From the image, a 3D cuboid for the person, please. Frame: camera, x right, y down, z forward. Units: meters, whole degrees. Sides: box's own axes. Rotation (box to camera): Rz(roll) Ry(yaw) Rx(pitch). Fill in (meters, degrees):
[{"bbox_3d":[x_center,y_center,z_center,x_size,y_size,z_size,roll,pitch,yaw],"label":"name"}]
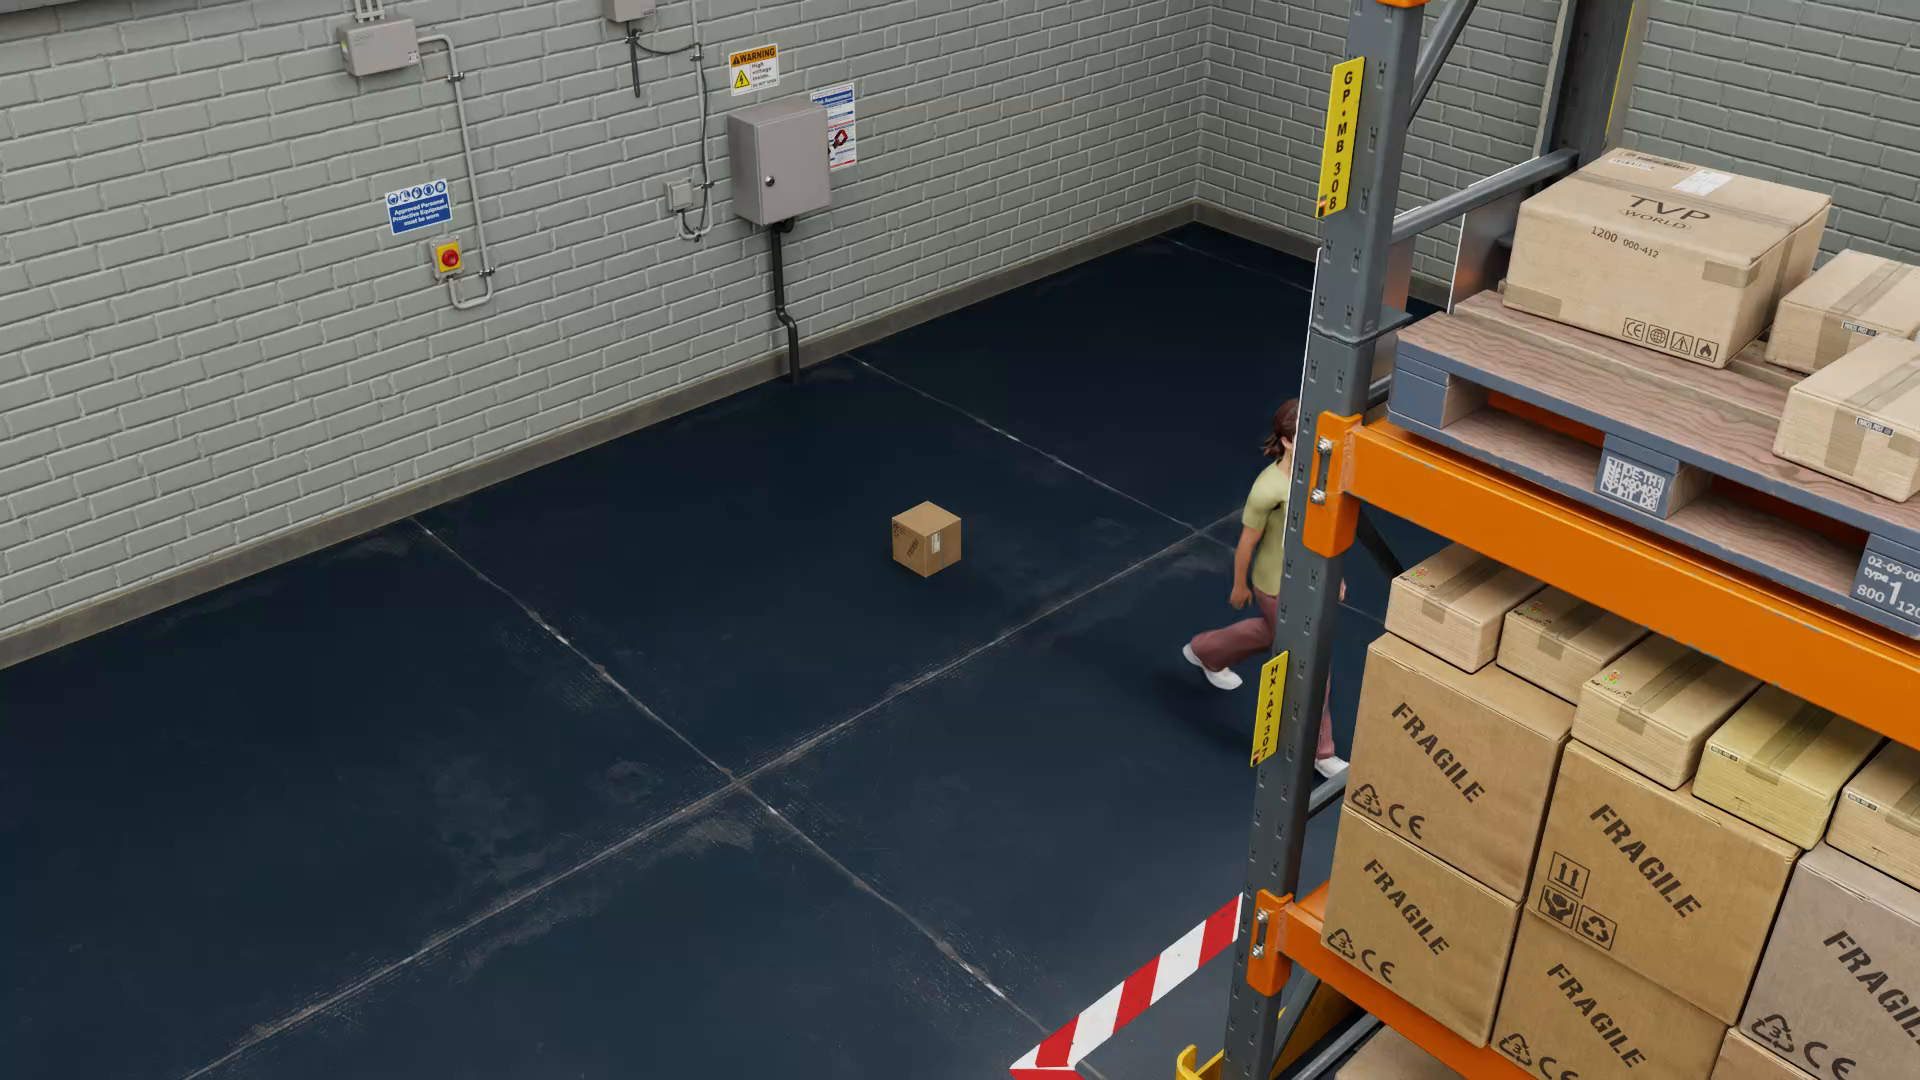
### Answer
[{"bbox_3d":[1.371,0.166,6.855,0.908,1.632,0.442,26,40,35],"label":"person"}]
